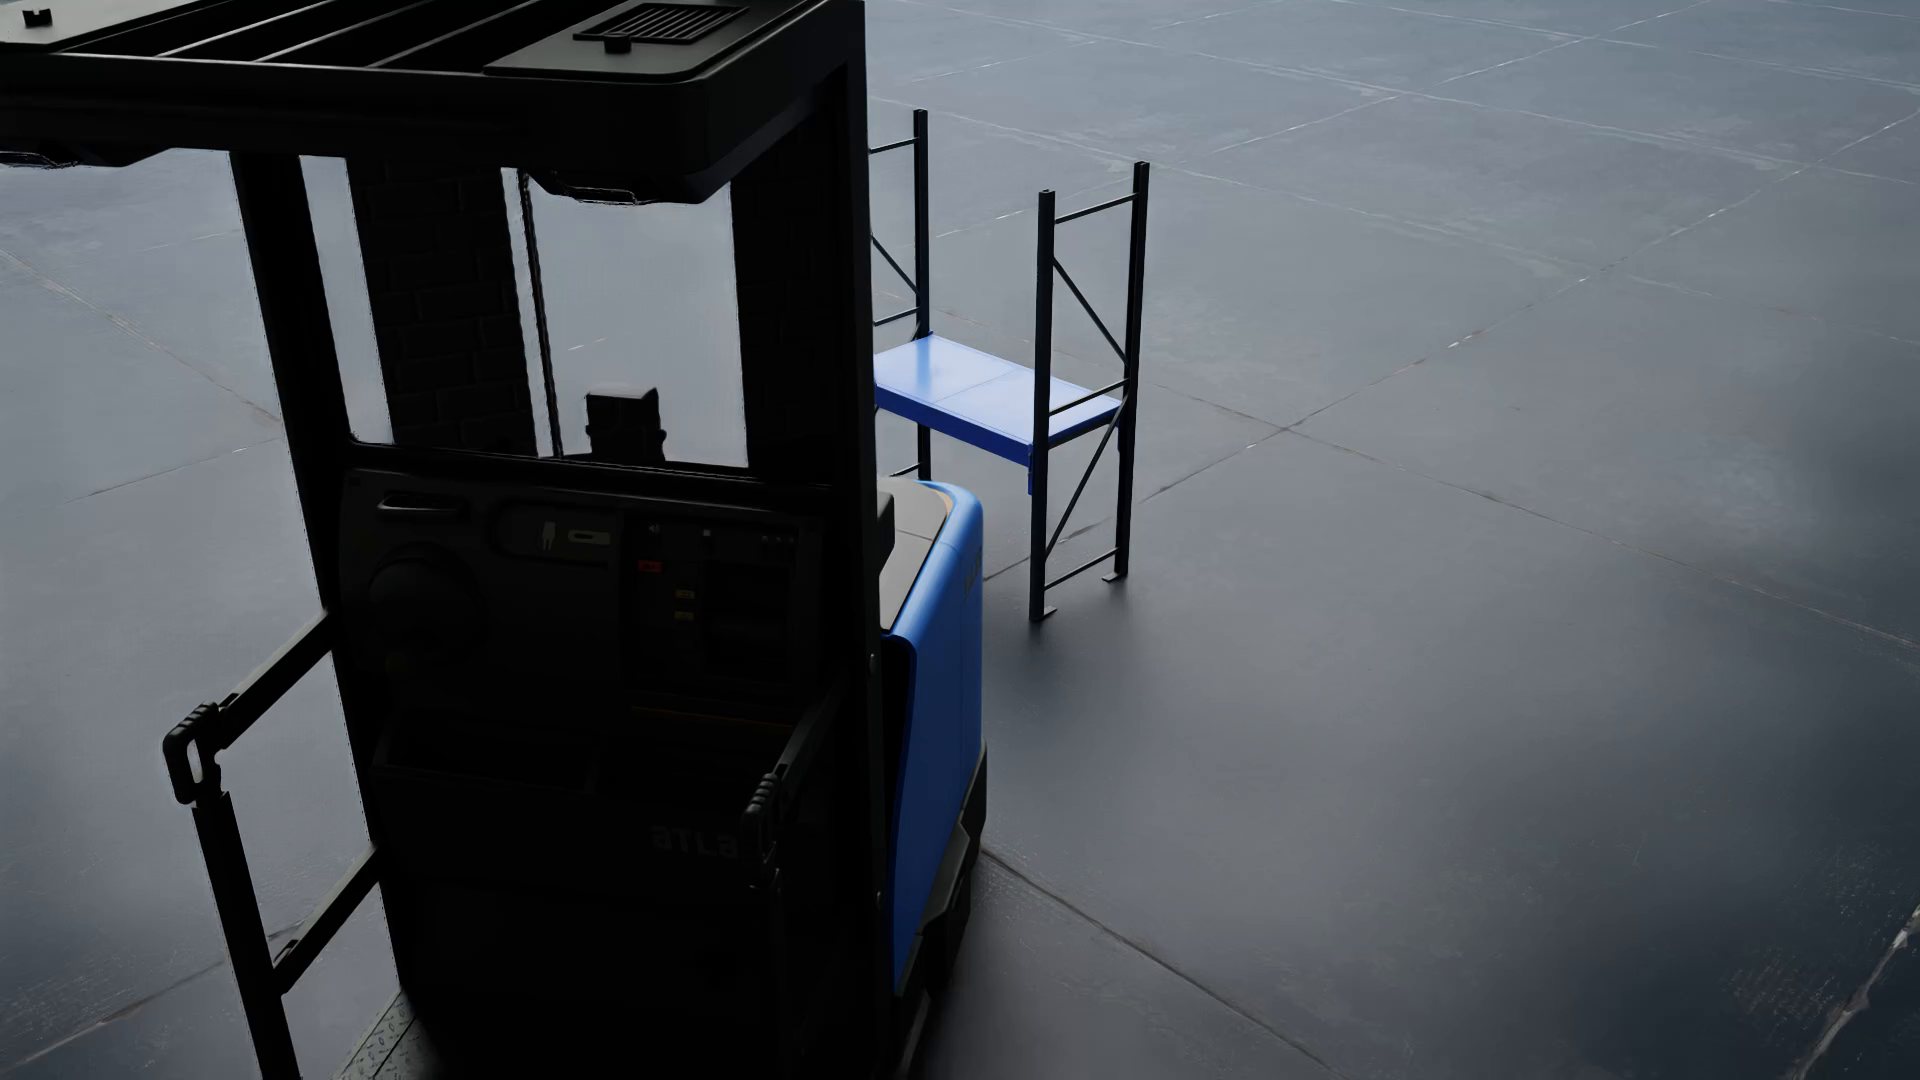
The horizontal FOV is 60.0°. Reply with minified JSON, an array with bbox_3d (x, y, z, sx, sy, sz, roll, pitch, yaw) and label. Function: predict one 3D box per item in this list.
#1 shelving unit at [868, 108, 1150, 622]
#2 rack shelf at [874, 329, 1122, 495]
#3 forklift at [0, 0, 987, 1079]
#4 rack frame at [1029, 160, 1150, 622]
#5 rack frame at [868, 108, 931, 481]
[{"bbox_3d":[0.061,-0.636,5.848,1.048,1.500,0.538,25,36,38],"label":"shelving unit"},{"bbox_3d":[0.061,-0.477,5.932,1.000,0.185,0.538,25,36,38],"label":"rack shelf"},{"bbox_3d":[-0.740,0.134,2.845,1.130,2.935,3.031,6,28,11],"label":"forklift"},{"bbox_3d":[0.423,-0.470,5.533,0.032,1.500,0.500,25,36,38],"label":"rack frame"},{"bbox_3d":[-0.302,-0.802,6.163,0.032,1.500,0.500,25,36,38],"label":"rack frame"}]
